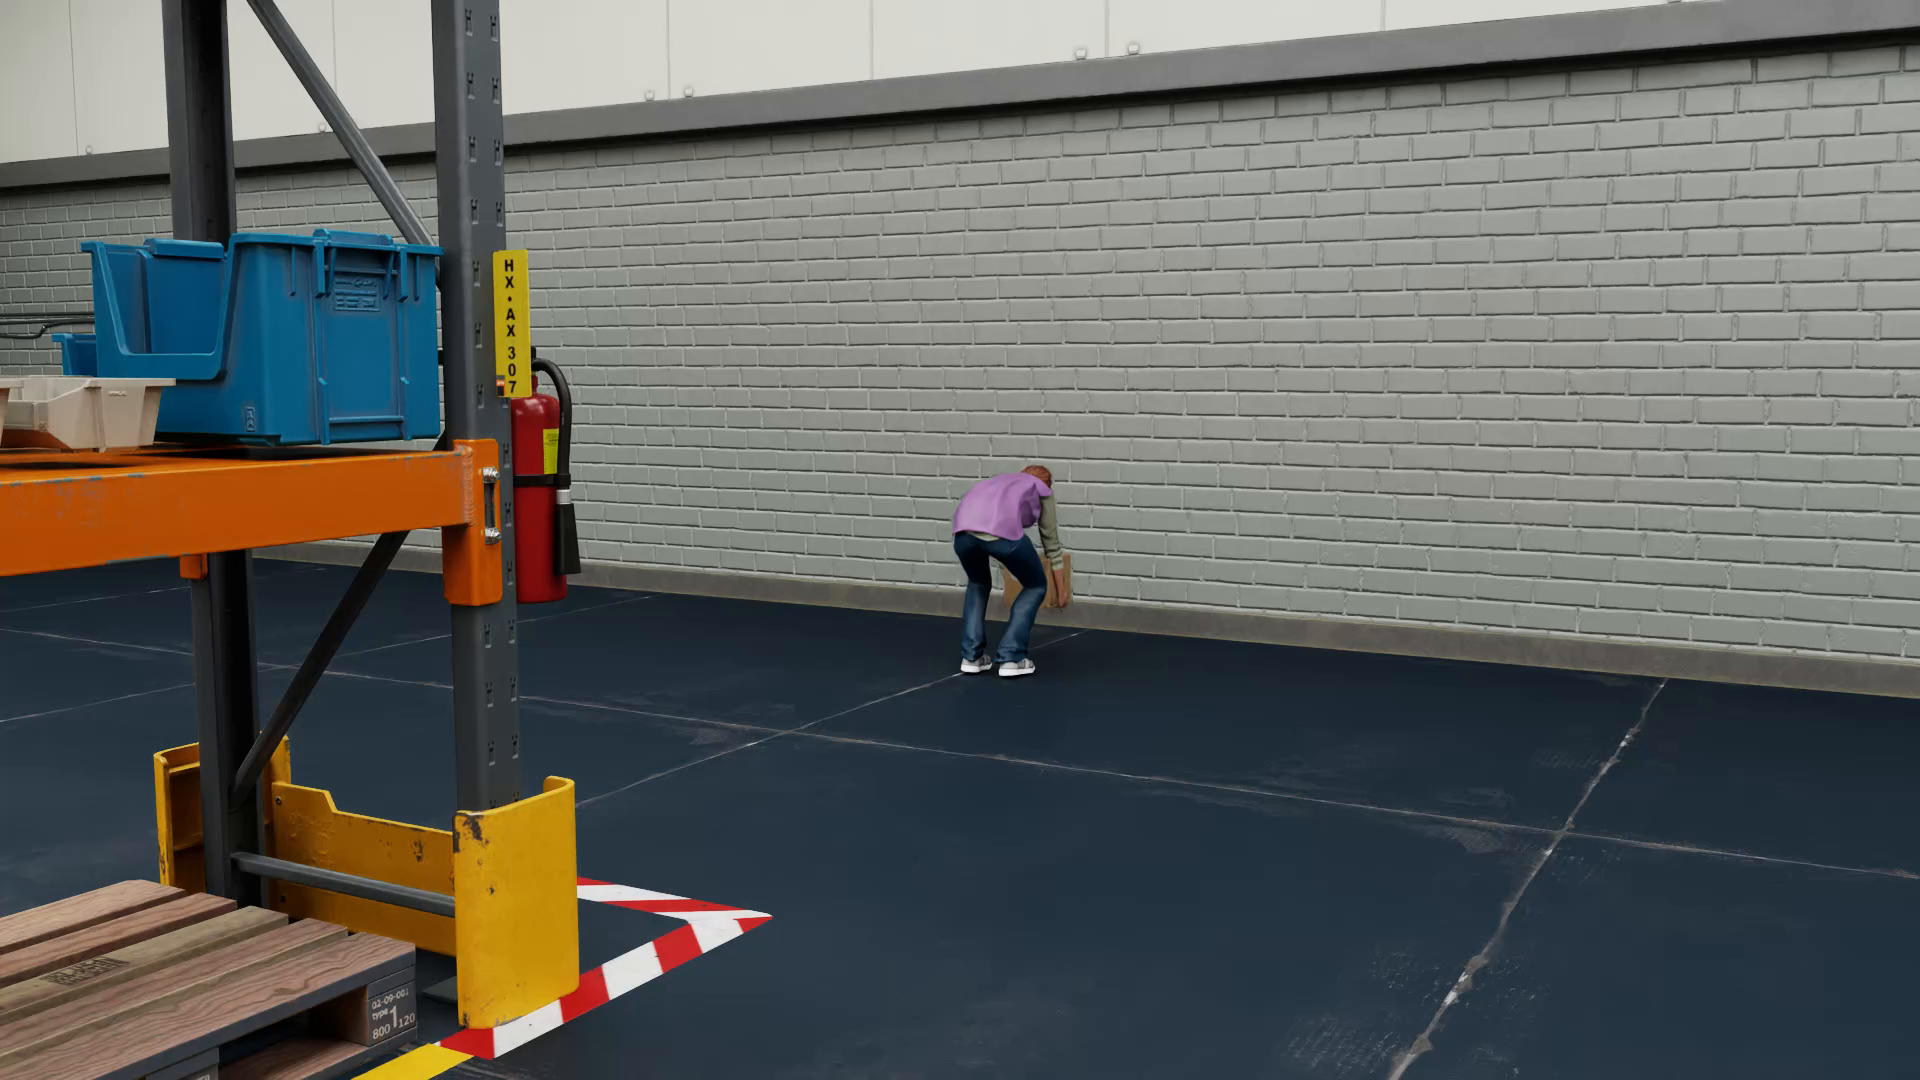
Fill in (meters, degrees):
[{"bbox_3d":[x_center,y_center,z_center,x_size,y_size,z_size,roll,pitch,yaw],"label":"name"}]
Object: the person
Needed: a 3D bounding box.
[{"bbox_3d":[0.247,0.154,8.120,0.421,0.958,0.861,3,7,26],"label":"person"}]
